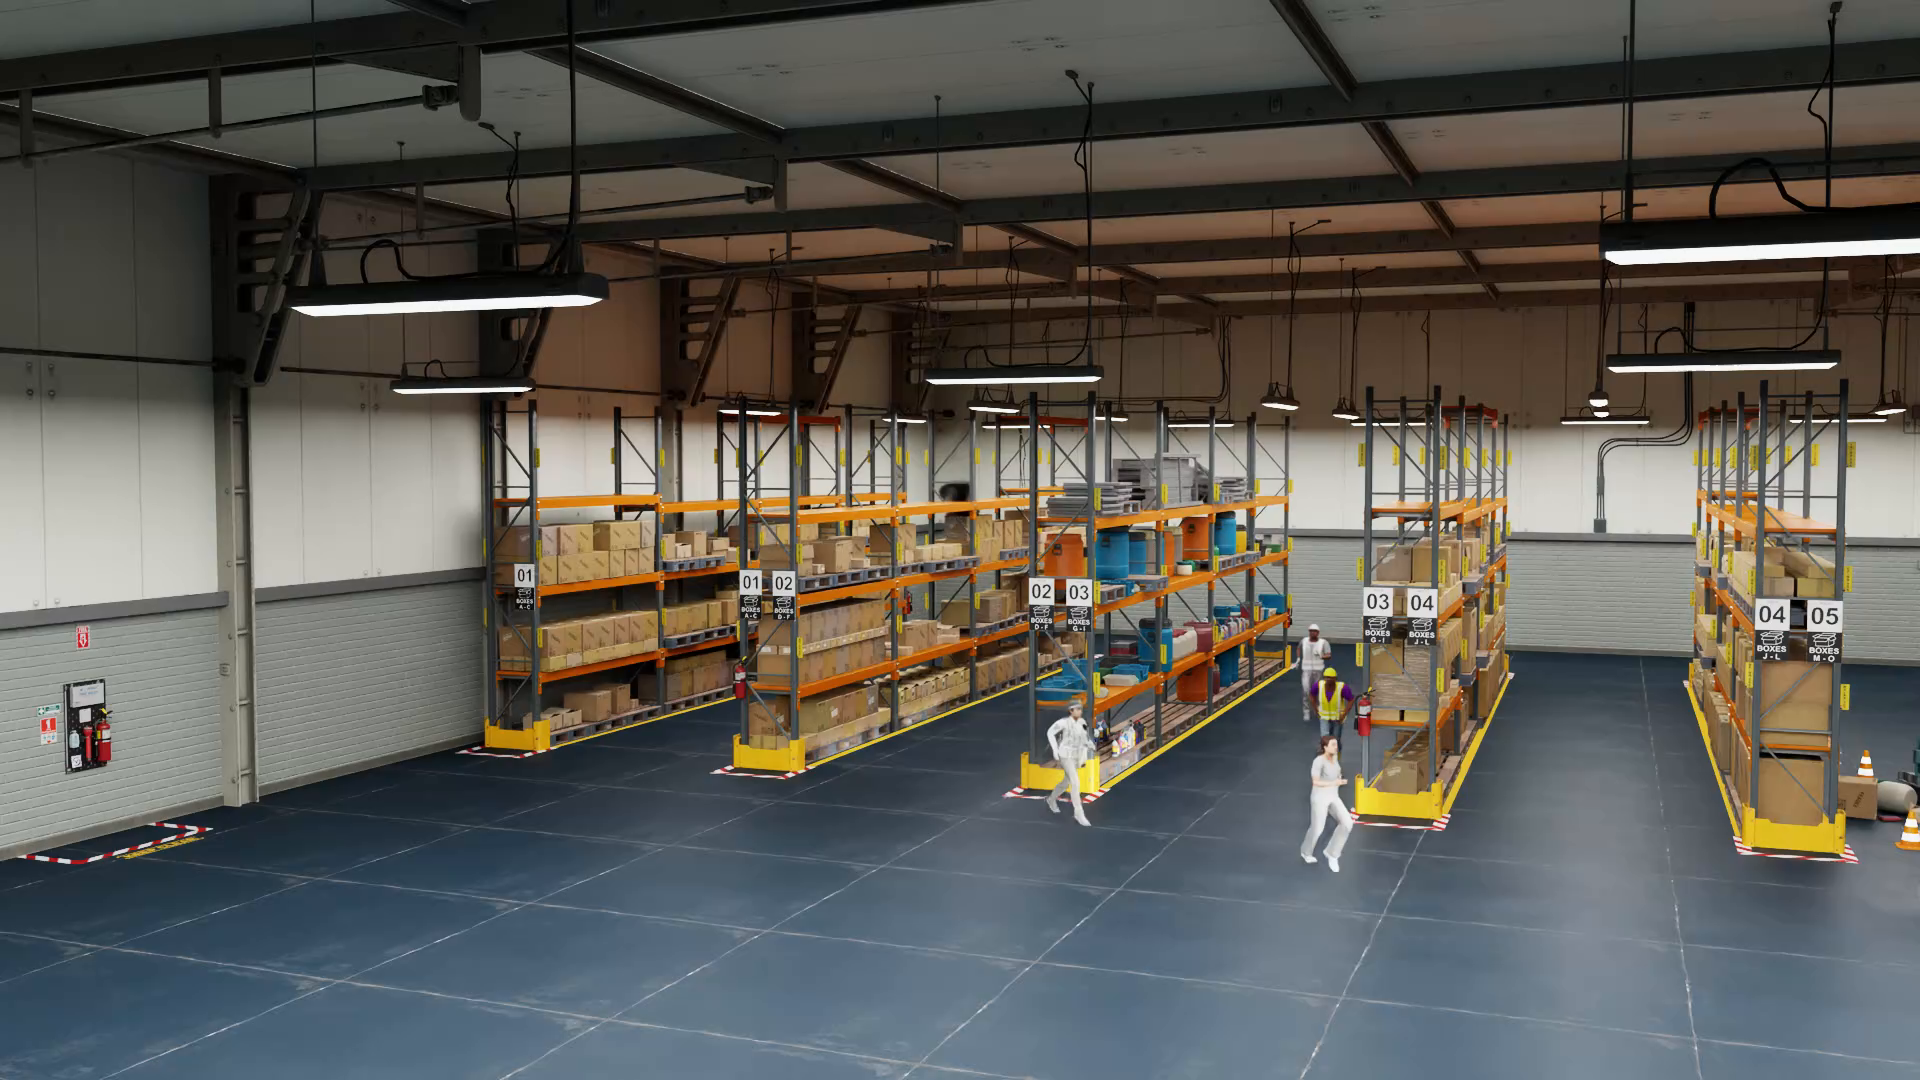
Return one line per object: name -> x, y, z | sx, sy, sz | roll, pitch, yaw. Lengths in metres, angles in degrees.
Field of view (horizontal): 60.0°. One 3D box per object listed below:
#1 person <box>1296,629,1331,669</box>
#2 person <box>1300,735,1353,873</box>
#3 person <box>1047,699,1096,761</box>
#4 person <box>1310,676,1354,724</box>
person -> 6.733, 2.073, 31.779 | 0.648, 0.849, 0.558 | 1, 3, 16
person -> 4.425, 3.171, 20.172 | 0.589, 1.665, 0.806 | -2, 3, -34
person -> 1.594, 2.604, 22.859 | 0.557, 0.848, 0.627 | -3, 4, -43
person -> 5.849, 2.511, 26.272 | 0.706, 0.761, 0.502 | 1, 3, 23
